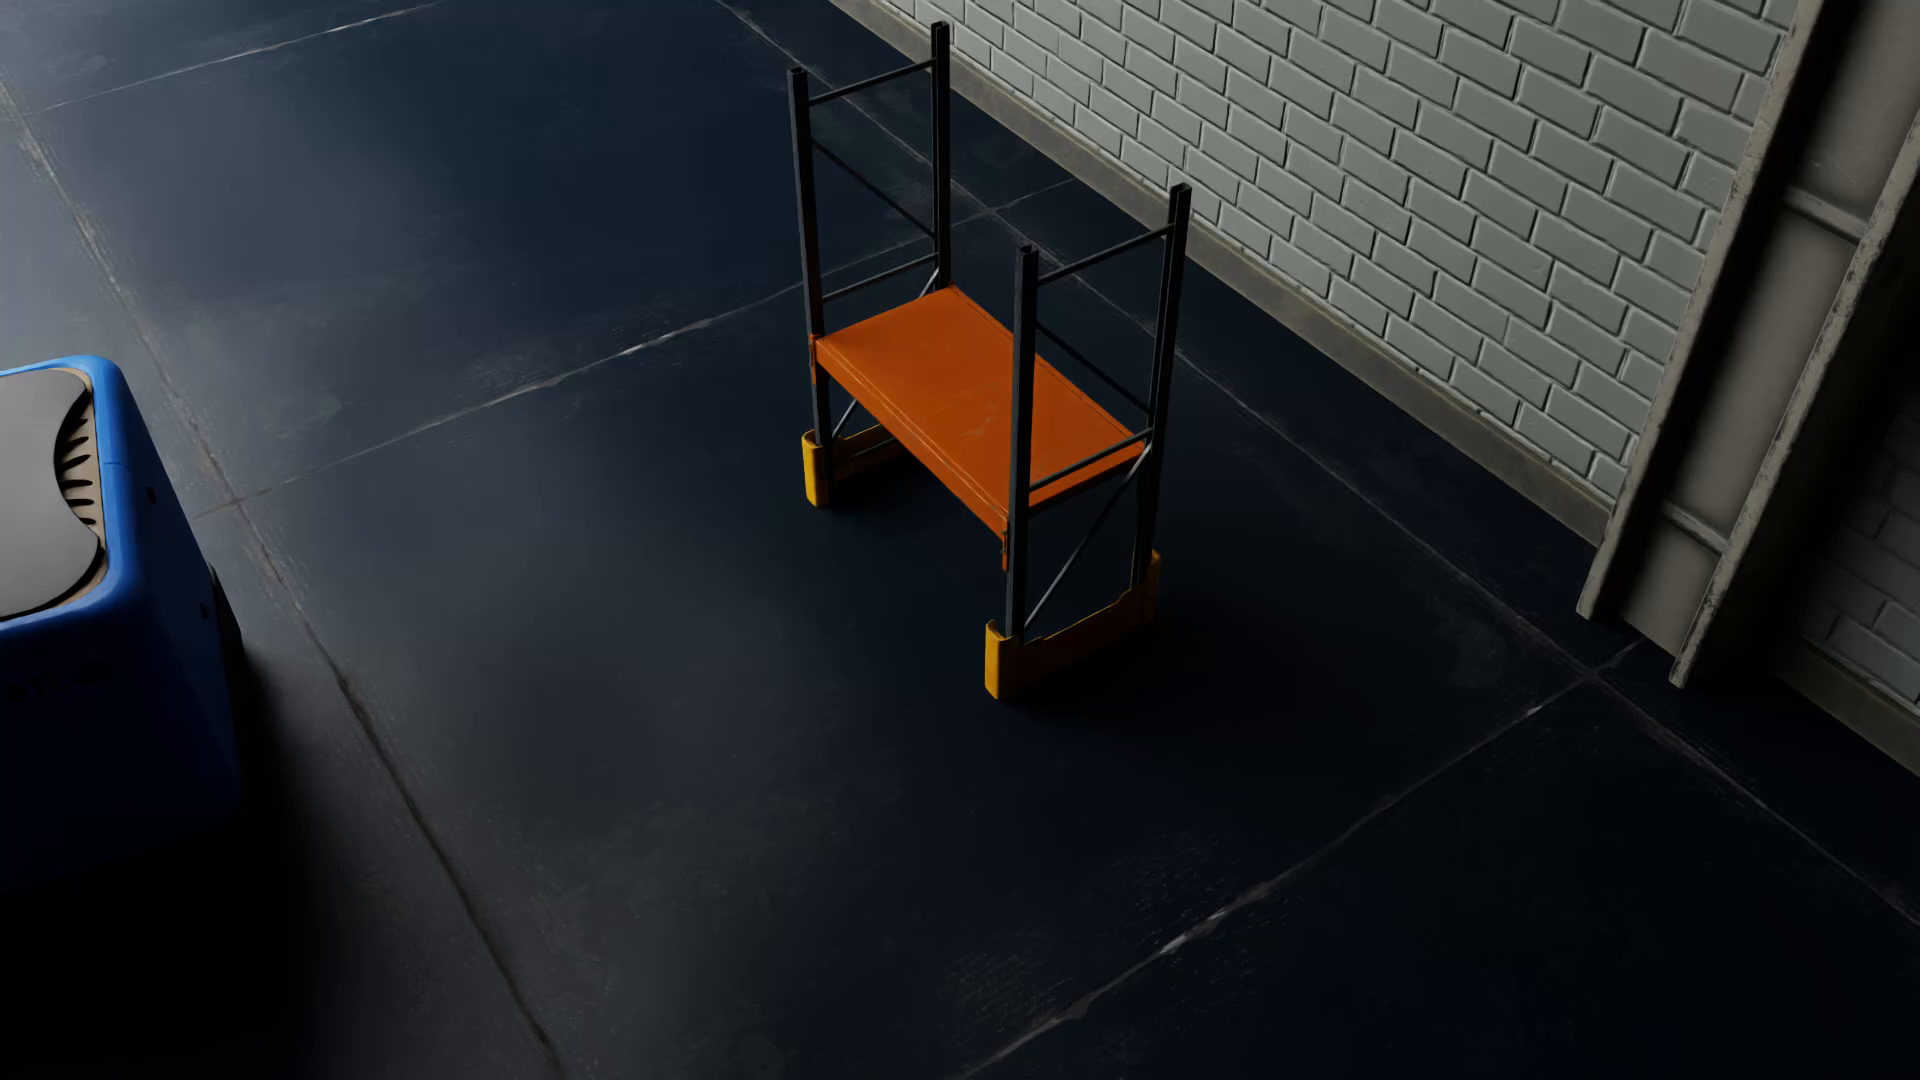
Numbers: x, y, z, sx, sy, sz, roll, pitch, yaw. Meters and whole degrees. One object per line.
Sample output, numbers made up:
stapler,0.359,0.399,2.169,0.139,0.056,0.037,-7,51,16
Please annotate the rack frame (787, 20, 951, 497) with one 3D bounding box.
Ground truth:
rack frame,-0.242,-0.782,4.983,0.500,1.500,0.032,-26,49,-24

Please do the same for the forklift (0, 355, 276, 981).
forklift,-3.331,-0.063,3.193,3.031,2.935,1.130,-17,46,-17

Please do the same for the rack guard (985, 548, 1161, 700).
rack guard,0.329,0.235,4.823,0.587,0.250,0.087,-26,49,-24

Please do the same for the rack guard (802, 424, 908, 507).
rack guard,-0.241,-0.329,5.414,0.587,0.250,0.087,-26,49,-24

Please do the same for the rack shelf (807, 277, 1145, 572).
rack shelf,0.049,-0.364,4.806,0.538,0.185,1.000,-26,49,-24

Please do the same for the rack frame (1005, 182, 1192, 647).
rack frame,0.340,-0.206,4.380,0.500,1.500,0.032,-26,49,-24

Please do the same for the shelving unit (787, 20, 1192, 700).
shelving unit,0.044,-0.499,4.687,0.587,1.500,1.083,-26,49,-24
